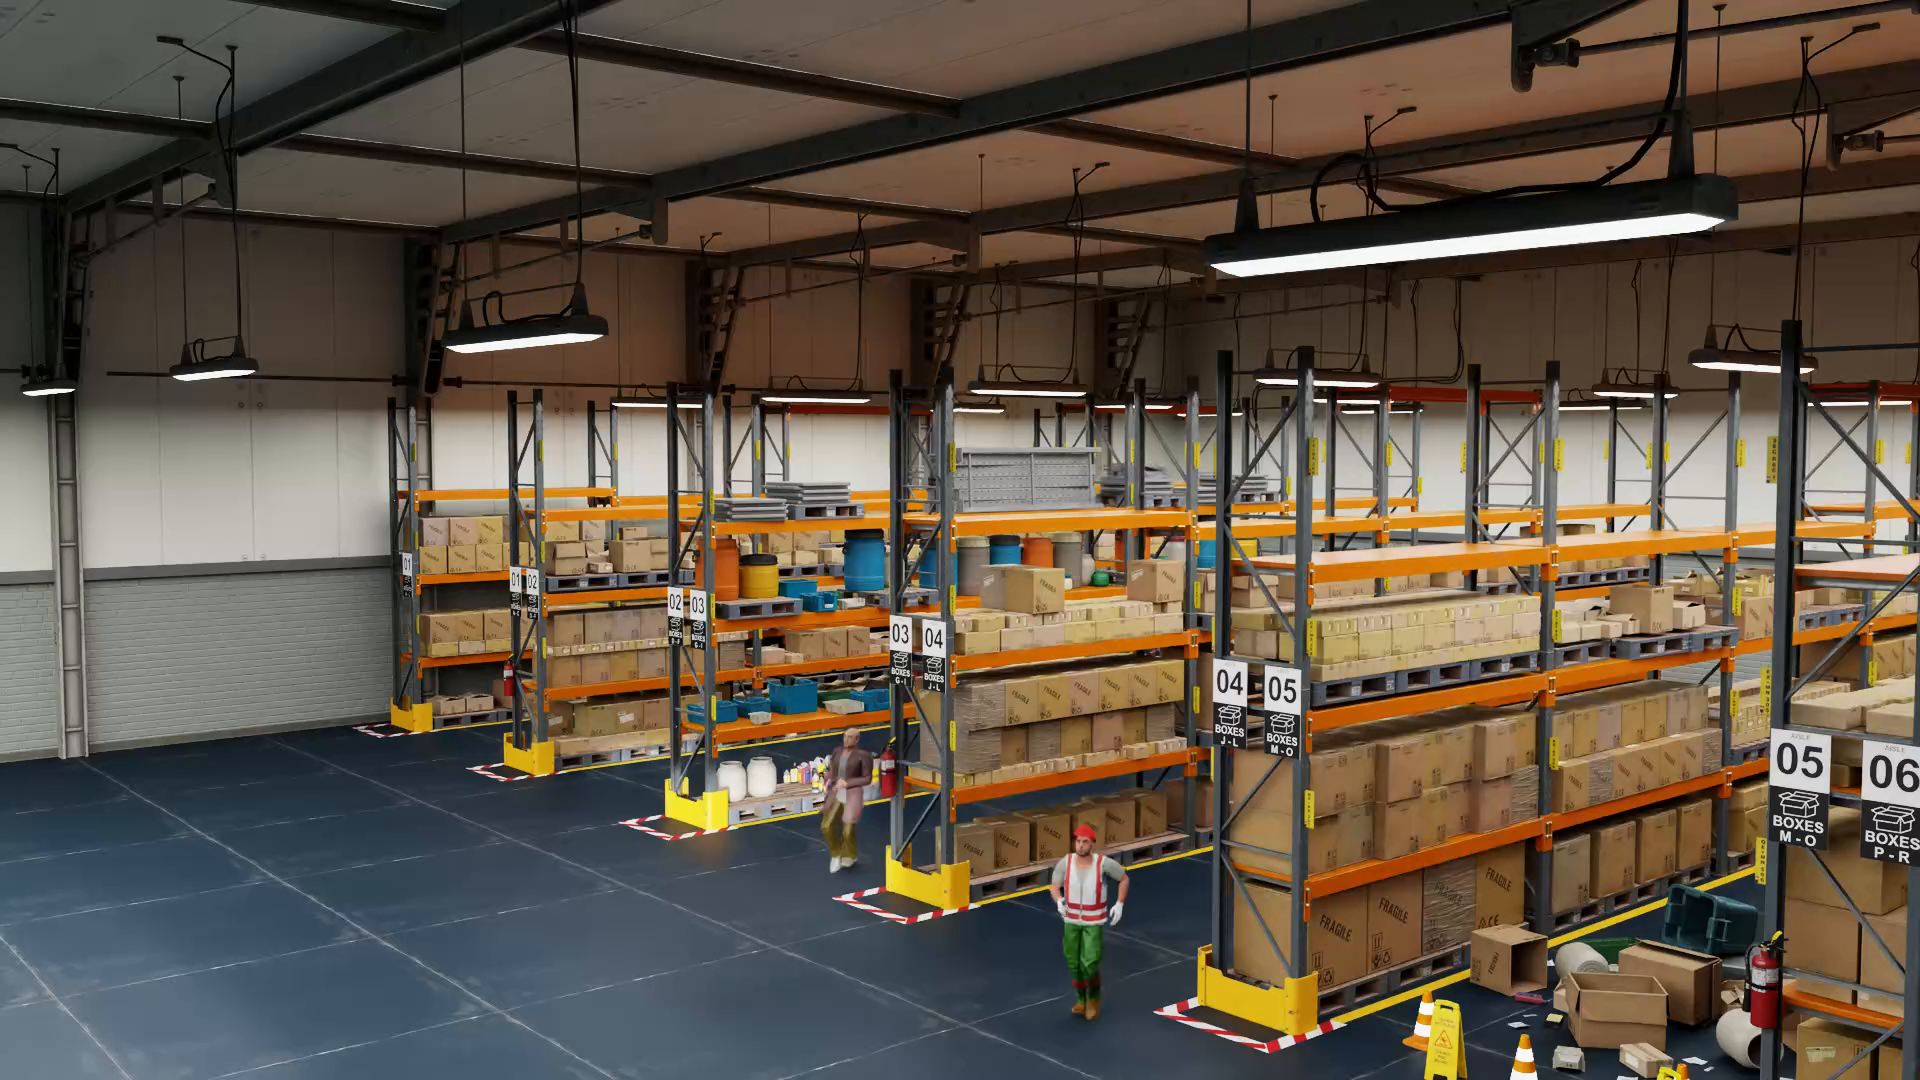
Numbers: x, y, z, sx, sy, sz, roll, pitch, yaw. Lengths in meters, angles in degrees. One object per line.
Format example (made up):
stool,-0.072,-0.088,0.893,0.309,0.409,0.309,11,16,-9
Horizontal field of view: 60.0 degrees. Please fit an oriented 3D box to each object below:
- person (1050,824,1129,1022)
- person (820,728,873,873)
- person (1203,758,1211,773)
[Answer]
person,1.115,3.415,14.778,0.677,1.774,0.664,1,4,19
person,-1.348,3.137,20.024,0.686,1.780,0.683,1,4,22
person,3.721,2.897,24.415,0.637,1.638,0.907,3,4,42
